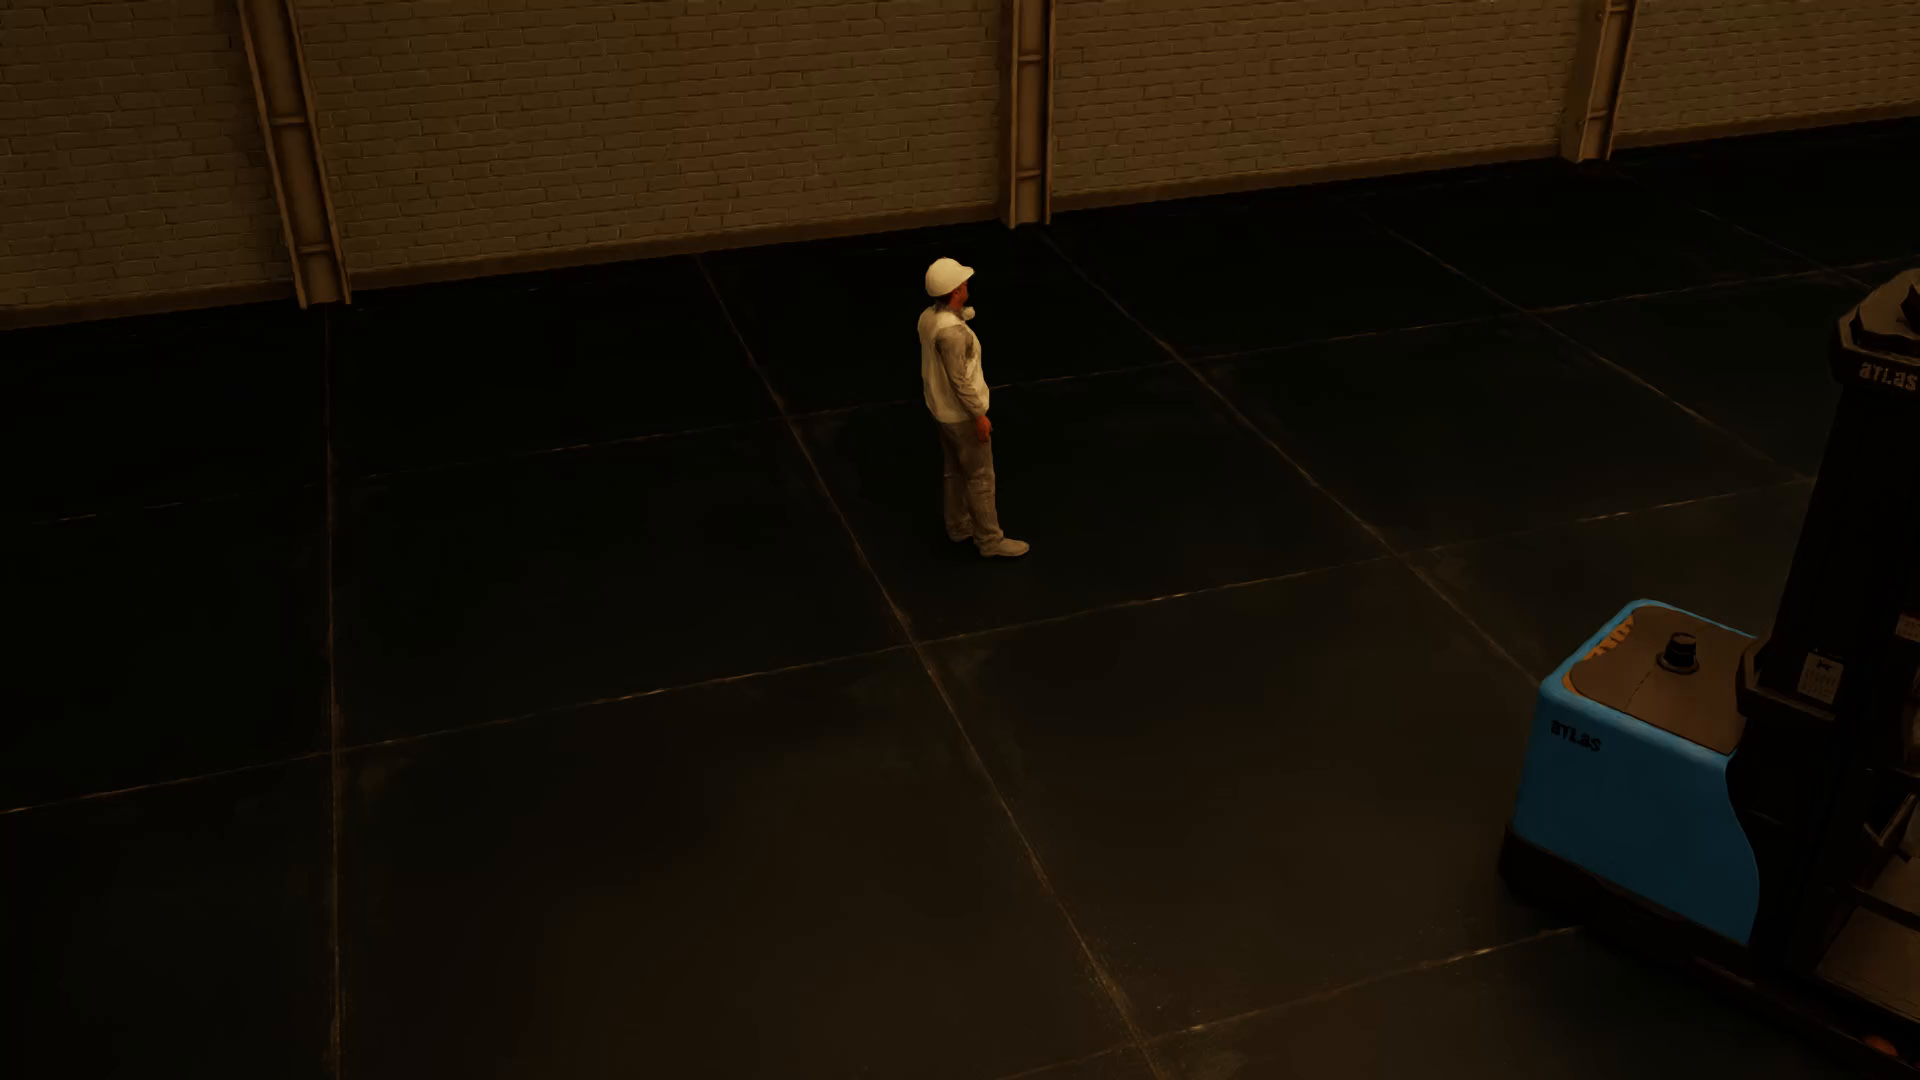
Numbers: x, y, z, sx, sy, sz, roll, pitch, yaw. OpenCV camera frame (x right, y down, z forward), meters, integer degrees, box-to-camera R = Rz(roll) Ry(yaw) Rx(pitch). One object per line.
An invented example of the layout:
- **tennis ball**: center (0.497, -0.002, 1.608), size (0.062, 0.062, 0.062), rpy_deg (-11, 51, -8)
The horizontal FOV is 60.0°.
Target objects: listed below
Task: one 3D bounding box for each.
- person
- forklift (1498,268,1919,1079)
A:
- **person**: center (0.062, -0.781, 9.591), size (0.567, 1.773, 0.632), rpy_deg (-10, 31, -16)
- **forklift**: center (3.801, 0.579, 6.081), size (3.031, 2.935, 1.130), rpy_deg (25, 38, 36)
